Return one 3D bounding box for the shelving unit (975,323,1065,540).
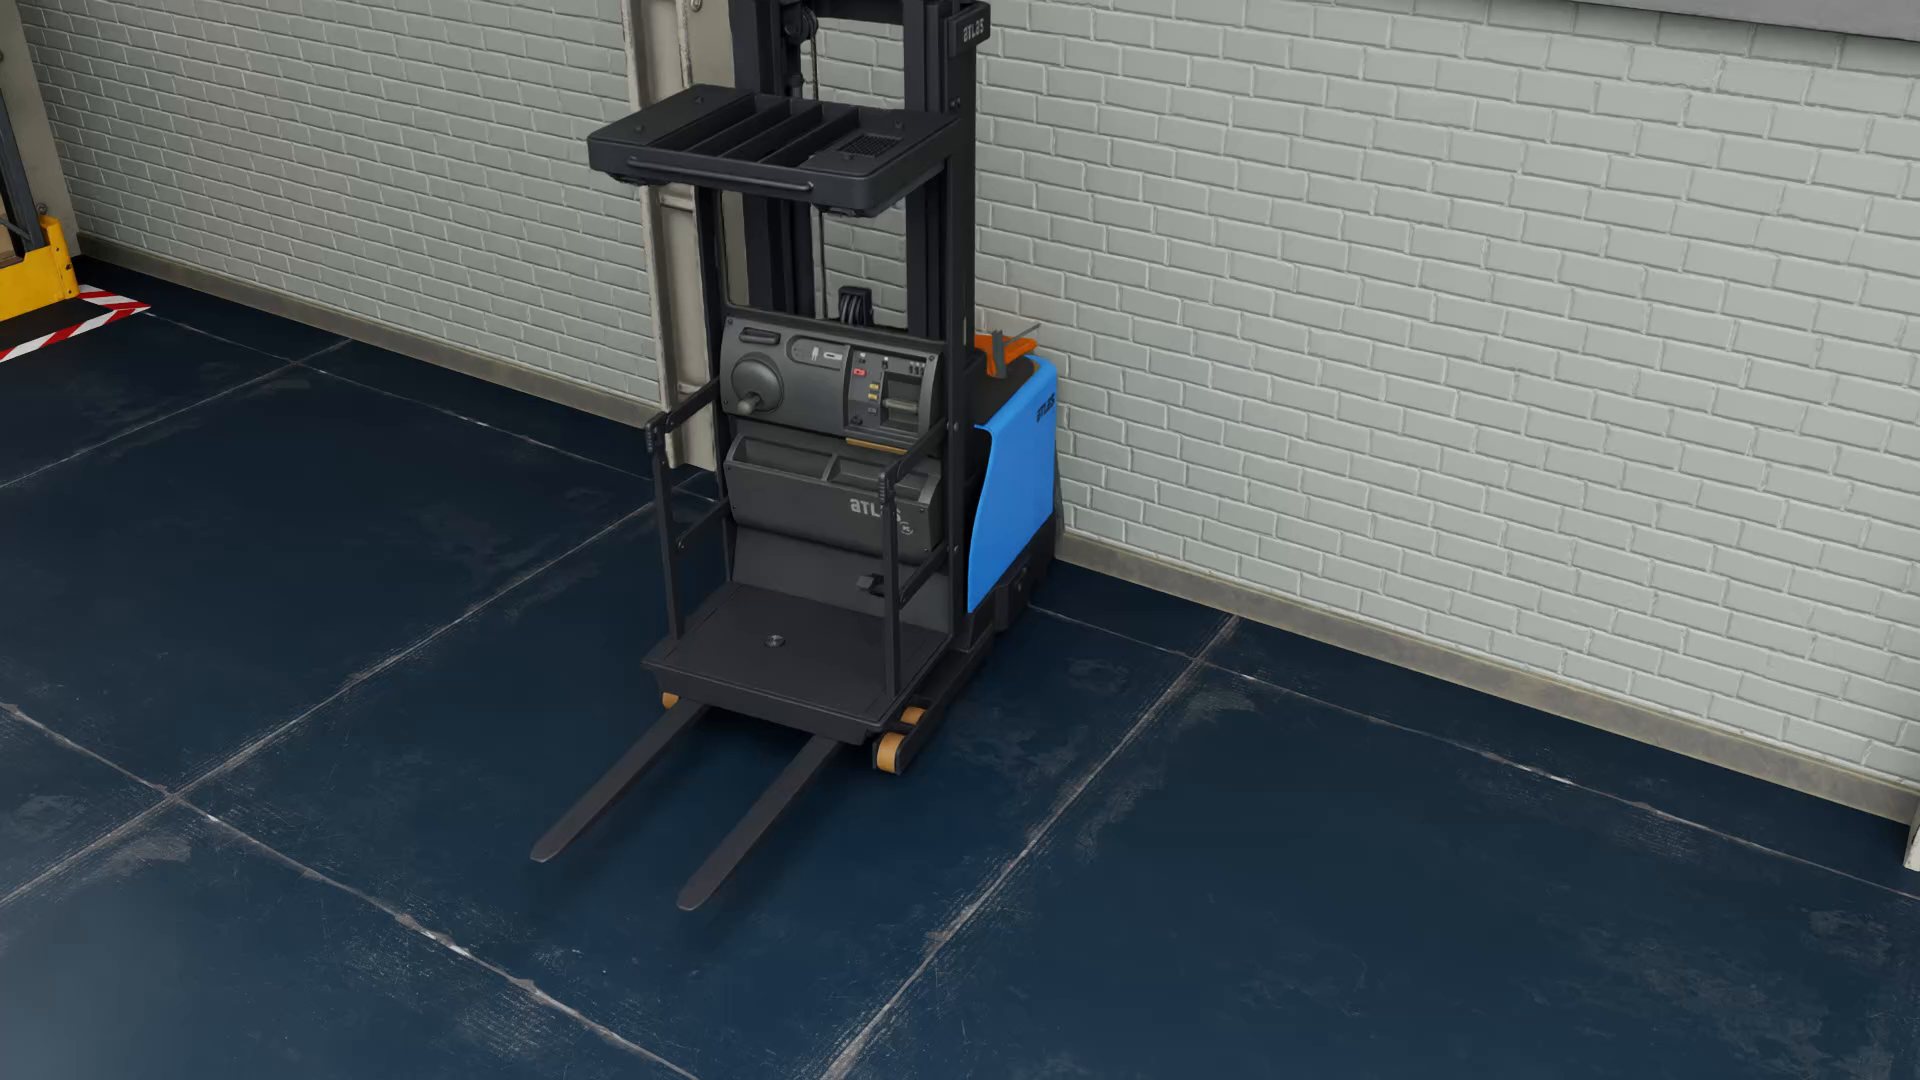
[{"bbox_3d":[-0.117,-0.530,7.874,1.048,1.125,0.538,7,25,29],"label":"shelving unit"}]

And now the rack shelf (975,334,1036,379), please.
[{"bbox_3d":[-0.144,-0.800,7.766,1.000,0.278,0.538,7,25,29],"label":"rack shelf"}]

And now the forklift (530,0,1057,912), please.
[{"bbox_3d":[-0.605,-0.579,6.334,1.130,2.935,3.031,13,33,20],"label":"forklift"}]

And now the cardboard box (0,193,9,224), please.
[{"bbox_3d":[-6.590,-2.165,10.799,0.500,0.250,0.500,18,35,28],"label":"cardboard box"}]

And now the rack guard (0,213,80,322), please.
[{"bbox_3d":[-6.282,-1.654,10.589,0.348,0.500,1.175,18,35,27],"label":"rack guard"}]

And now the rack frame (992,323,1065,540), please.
[{"bbox_3d":[0.323,-0.473,7.627,0.032,1.125,0.500,7,25,29],"label":"rack frame"}]

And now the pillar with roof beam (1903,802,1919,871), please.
[{"bbox_3d":[1.462,-0.851,0.778,0.400,9.000,9.100,18,35,27],"label":"pillar with roof beam"}]

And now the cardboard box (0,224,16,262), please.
[{"bbox_3d":[-6.614,-1.949,10.926,0.500,0.250,0.500,18,35,28],"label":"cardboard box"}]

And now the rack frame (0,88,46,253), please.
[{"bbox_3d":[-6.302,-2.740,9.970,0.127,3.000,1.000,18,35,27],"label":"rack frame"}]

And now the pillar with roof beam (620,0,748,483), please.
[{"bbox_3d":[-3.620,-2.458,3.533,0.400,9.000,9.100,18,35,27],"label":"pillar with roof beam"}]

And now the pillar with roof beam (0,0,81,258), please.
[{"bbox_3d":[-8.701,-4.065,6.288,0.400,9.000,9.100,18,35,27],"label":"pillar with roof beam"}]

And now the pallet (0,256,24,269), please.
[{"bbox_3d":[-6.972,-1.723,10.994,1.213,0.211,1.003,18,35,27],"label":"pallet"}]
